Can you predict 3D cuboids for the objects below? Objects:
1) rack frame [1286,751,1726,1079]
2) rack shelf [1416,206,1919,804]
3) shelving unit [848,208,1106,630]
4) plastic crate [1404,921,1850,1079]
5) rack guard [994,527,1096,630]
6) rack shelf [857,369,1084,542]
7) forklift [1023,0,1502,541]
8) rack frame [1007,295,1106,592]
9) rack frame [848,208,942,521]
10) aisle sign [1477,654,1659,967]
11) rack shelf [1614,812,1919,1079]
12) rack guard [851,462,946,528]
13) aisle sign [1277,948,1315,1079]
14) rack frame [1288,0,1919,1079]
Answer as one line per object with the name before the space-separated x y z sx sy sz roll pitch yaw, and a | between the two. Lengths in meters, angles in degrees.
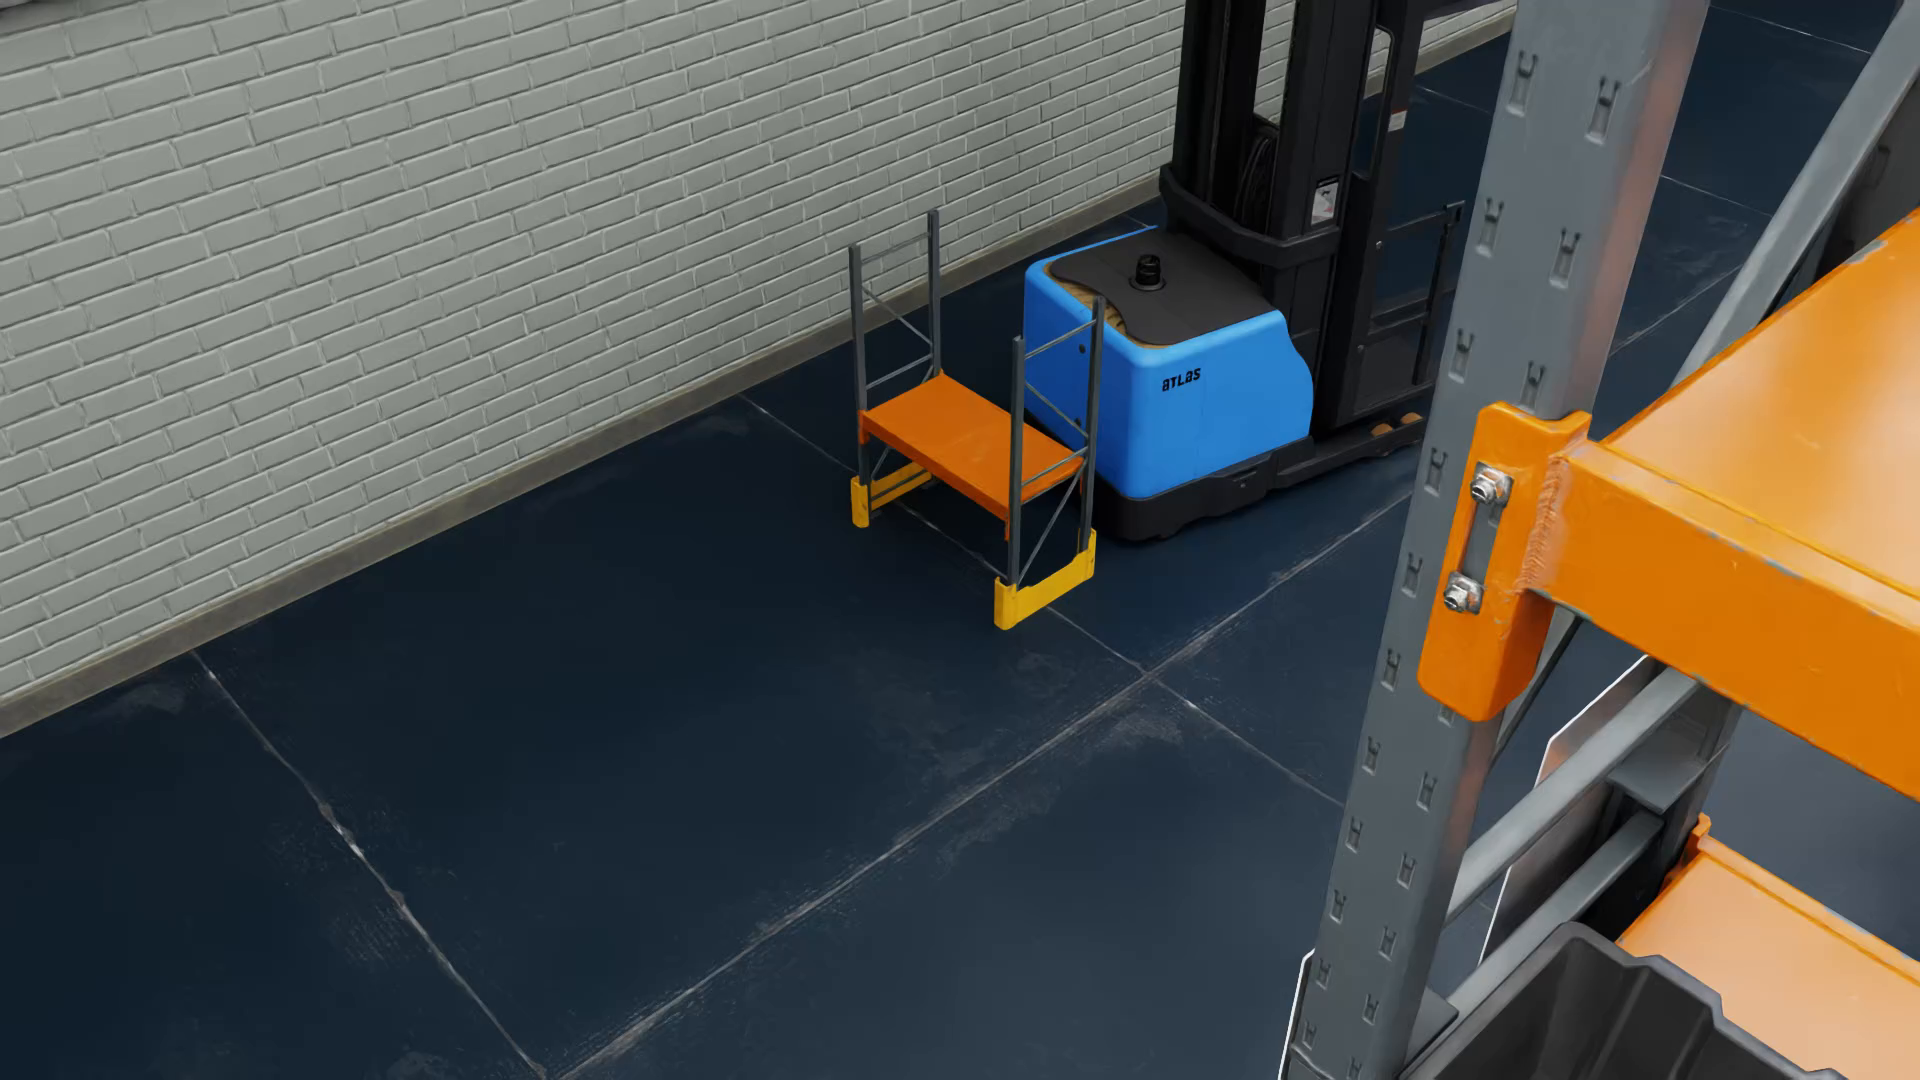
rack frame | 0.866 1.694 3.474 1.000 3.000 0.127 -30 48 -32
rack shelf | 2.218 0.721 0.794 1.077 0.370 4.000 -30 48 -32
shelving unit | 0.052 -0.548 7.443 0.587 1.500 1.083 -30 48 -32
plastic crate | 0.921 0.874 2.205 0.497 0.269 0.590 -30 48 -32
rack guard | 0.388 0.169 7.550 0.587 0.250 0.087 -30 48 -32
rack shelf | 0.058 -0.404 7.551 0.538 0.185 1.000 -30 48 -32
forklift | 1.820 -1.829 7.890 3.031 2.935 1.130 -21 43 -24
rack frame | 0.402 -0.309 7.146 0.500 1.500 0.032 -30 48 -32
rack frame | -0.286 -0.779 7.729 0.500 1.500 0.032 -30 48 -32
aisle sign | 1.033 0.524 2.852 0.394 0.787 0.004 -30 48 -32
rack shelf | 2.218 1.732 1.611 1.077 0.370 4.000 -30 48 -32
rack guard | -0.285 -0.292 8.121 0.587 0.250 0.087 -30 48 -32
aisle sign | 0.598 0.775 2.542 0.394 0.787 0.004 -30 48 -32
rack frame | 0.866 -0.640 1.589 1.000 3.000 0.127 -30 48 -32
